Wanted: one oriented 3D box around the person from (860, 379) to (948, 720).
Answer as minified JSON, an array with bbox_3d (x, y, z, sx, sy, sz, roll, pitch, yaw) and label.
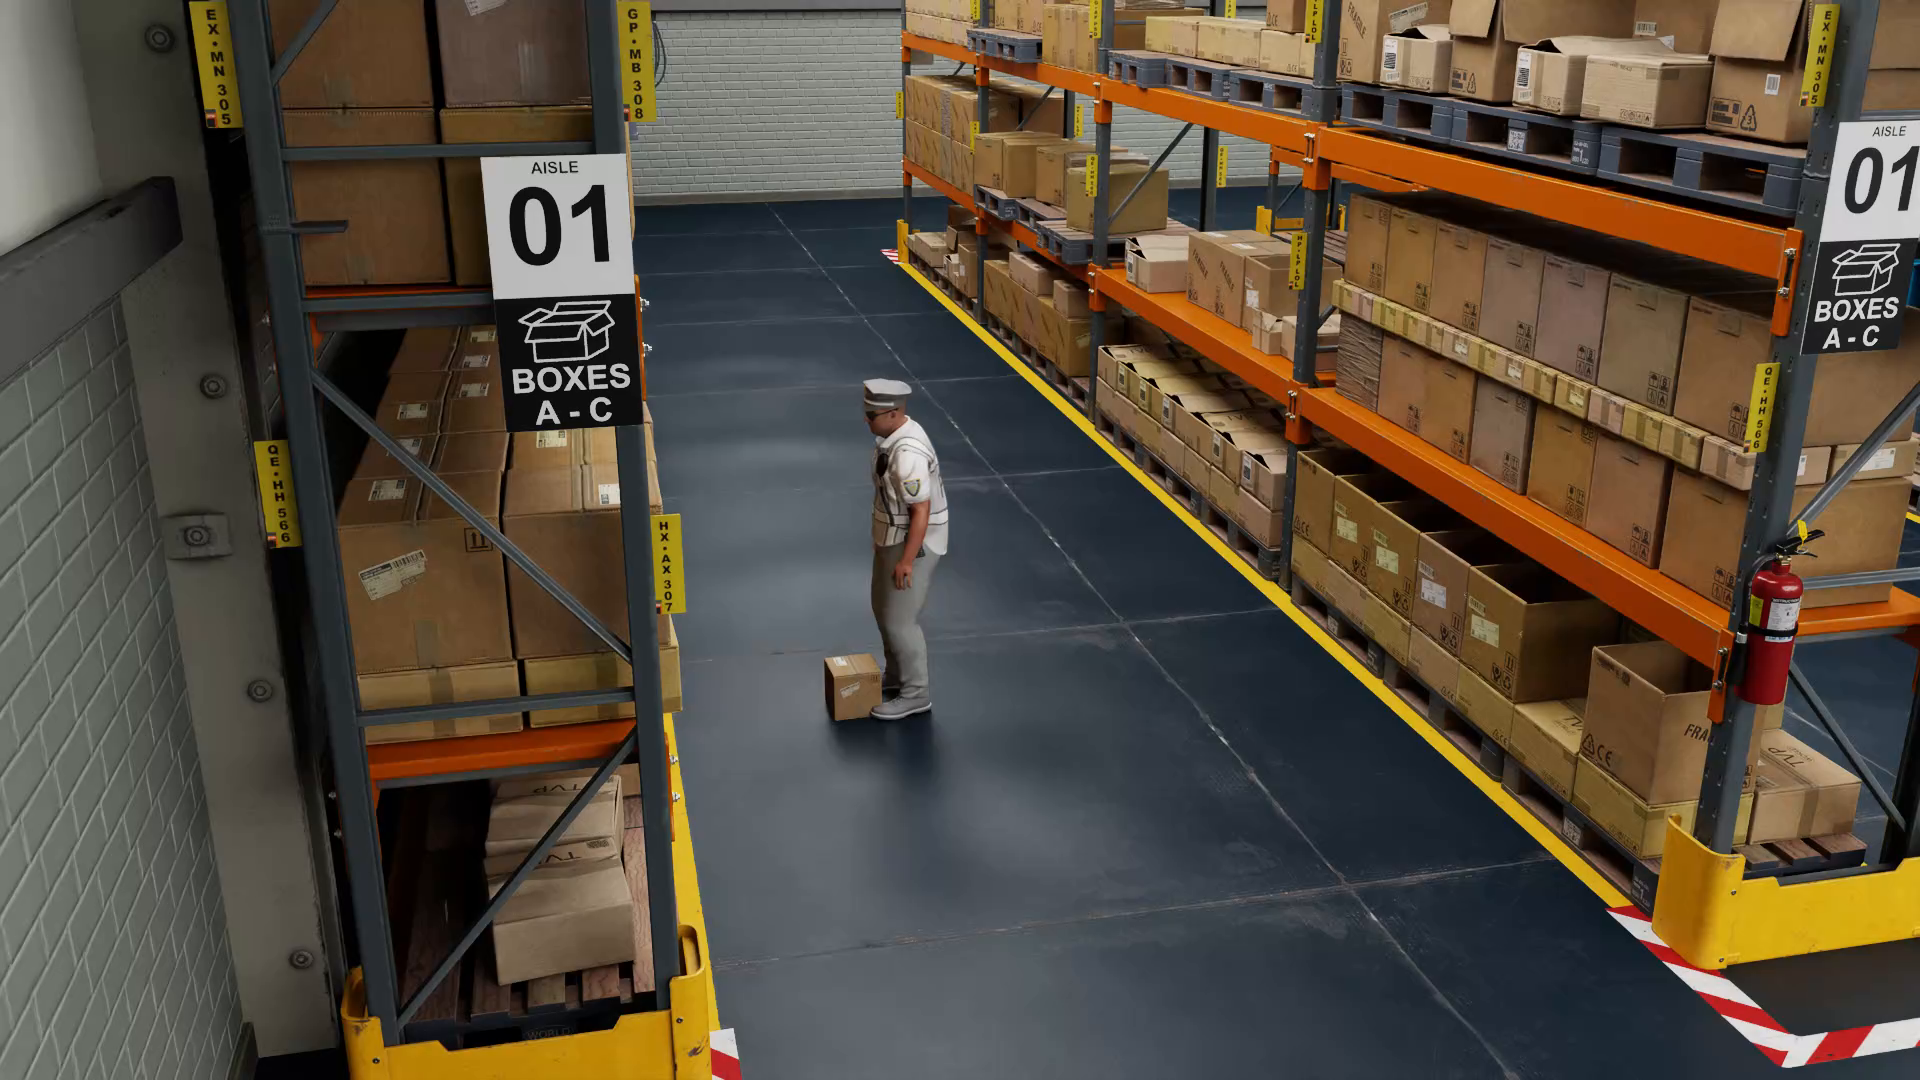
[{"bbox_3d":[-0.290,0.028,8.480,0.432,1.747,0.585,-5,20,-14],"label":"person"}]
